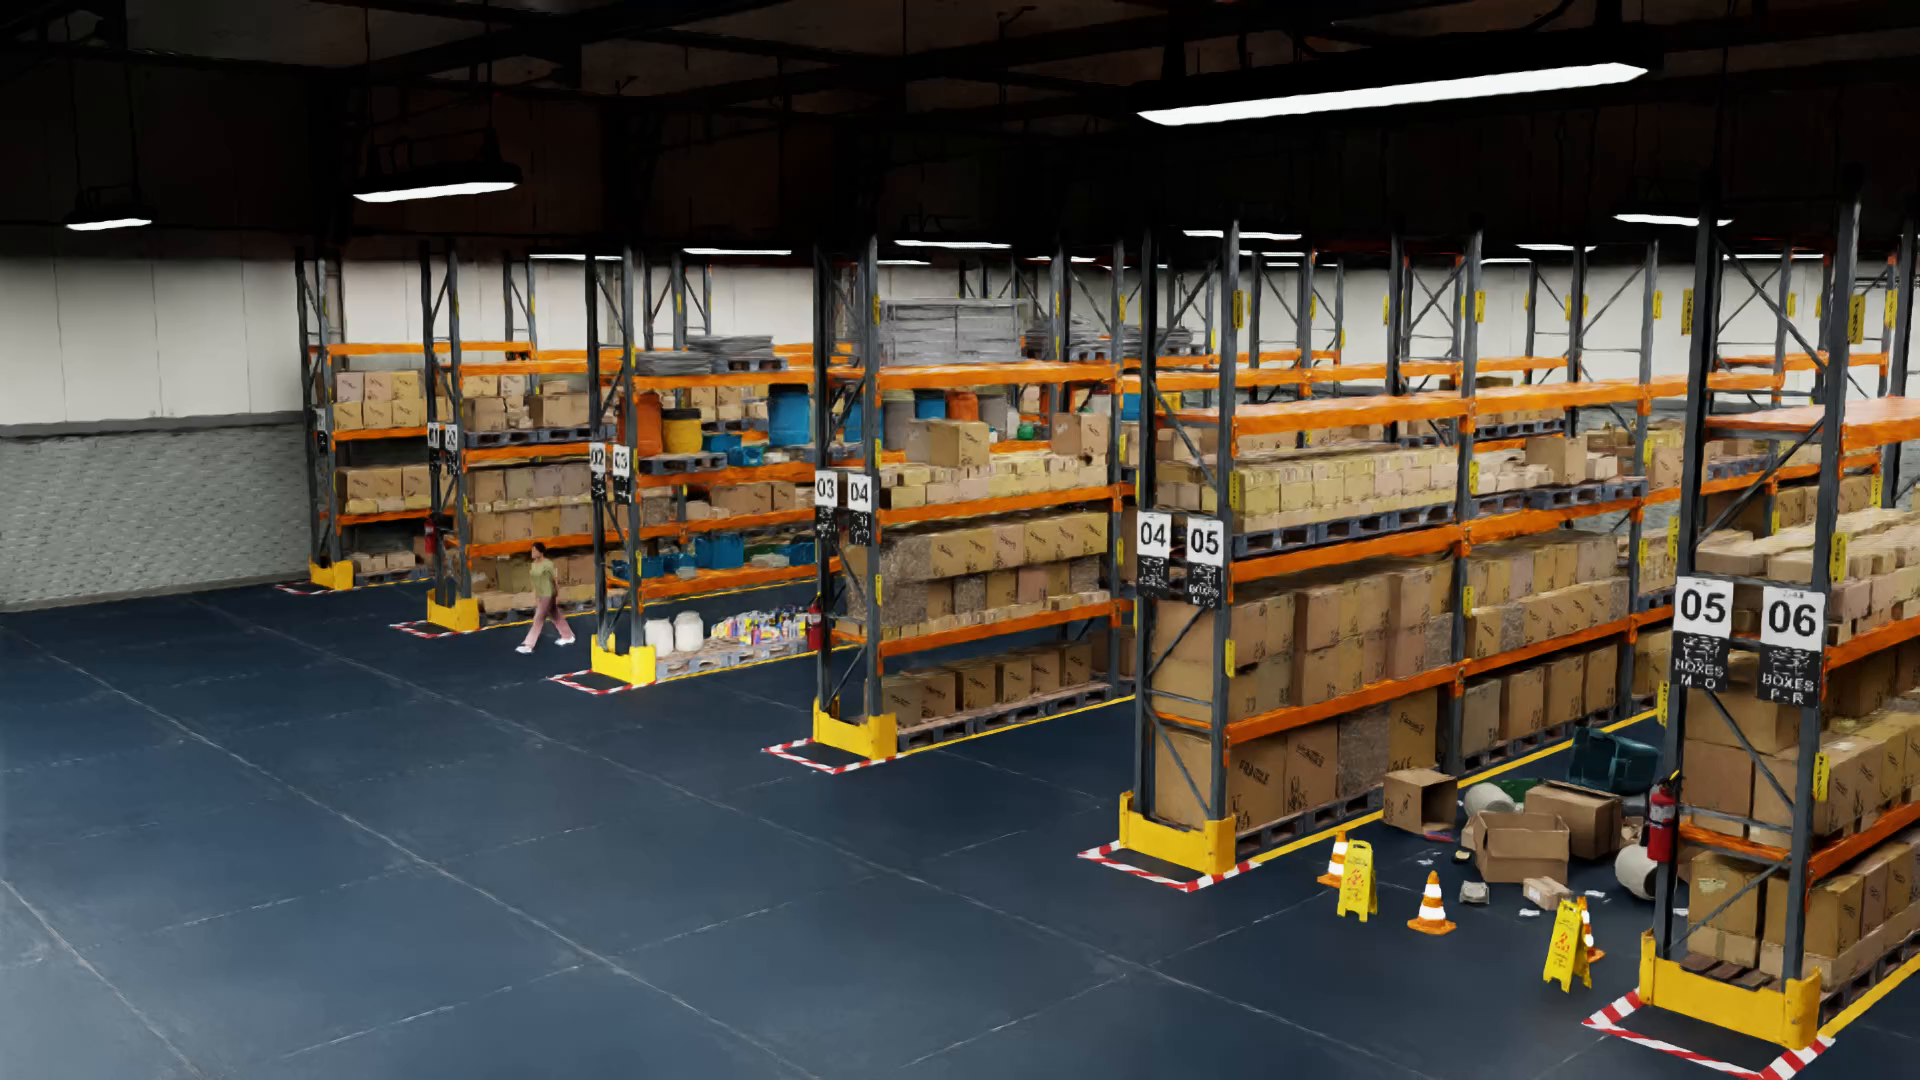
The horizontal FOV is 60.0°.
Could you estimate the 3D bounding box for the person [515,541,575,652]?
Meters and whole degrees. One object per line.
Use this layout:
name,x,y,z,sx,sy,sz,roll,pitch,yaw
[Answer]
person,-6.120,0.826,24.331,0.451,1.534,1.099,8,12,44
